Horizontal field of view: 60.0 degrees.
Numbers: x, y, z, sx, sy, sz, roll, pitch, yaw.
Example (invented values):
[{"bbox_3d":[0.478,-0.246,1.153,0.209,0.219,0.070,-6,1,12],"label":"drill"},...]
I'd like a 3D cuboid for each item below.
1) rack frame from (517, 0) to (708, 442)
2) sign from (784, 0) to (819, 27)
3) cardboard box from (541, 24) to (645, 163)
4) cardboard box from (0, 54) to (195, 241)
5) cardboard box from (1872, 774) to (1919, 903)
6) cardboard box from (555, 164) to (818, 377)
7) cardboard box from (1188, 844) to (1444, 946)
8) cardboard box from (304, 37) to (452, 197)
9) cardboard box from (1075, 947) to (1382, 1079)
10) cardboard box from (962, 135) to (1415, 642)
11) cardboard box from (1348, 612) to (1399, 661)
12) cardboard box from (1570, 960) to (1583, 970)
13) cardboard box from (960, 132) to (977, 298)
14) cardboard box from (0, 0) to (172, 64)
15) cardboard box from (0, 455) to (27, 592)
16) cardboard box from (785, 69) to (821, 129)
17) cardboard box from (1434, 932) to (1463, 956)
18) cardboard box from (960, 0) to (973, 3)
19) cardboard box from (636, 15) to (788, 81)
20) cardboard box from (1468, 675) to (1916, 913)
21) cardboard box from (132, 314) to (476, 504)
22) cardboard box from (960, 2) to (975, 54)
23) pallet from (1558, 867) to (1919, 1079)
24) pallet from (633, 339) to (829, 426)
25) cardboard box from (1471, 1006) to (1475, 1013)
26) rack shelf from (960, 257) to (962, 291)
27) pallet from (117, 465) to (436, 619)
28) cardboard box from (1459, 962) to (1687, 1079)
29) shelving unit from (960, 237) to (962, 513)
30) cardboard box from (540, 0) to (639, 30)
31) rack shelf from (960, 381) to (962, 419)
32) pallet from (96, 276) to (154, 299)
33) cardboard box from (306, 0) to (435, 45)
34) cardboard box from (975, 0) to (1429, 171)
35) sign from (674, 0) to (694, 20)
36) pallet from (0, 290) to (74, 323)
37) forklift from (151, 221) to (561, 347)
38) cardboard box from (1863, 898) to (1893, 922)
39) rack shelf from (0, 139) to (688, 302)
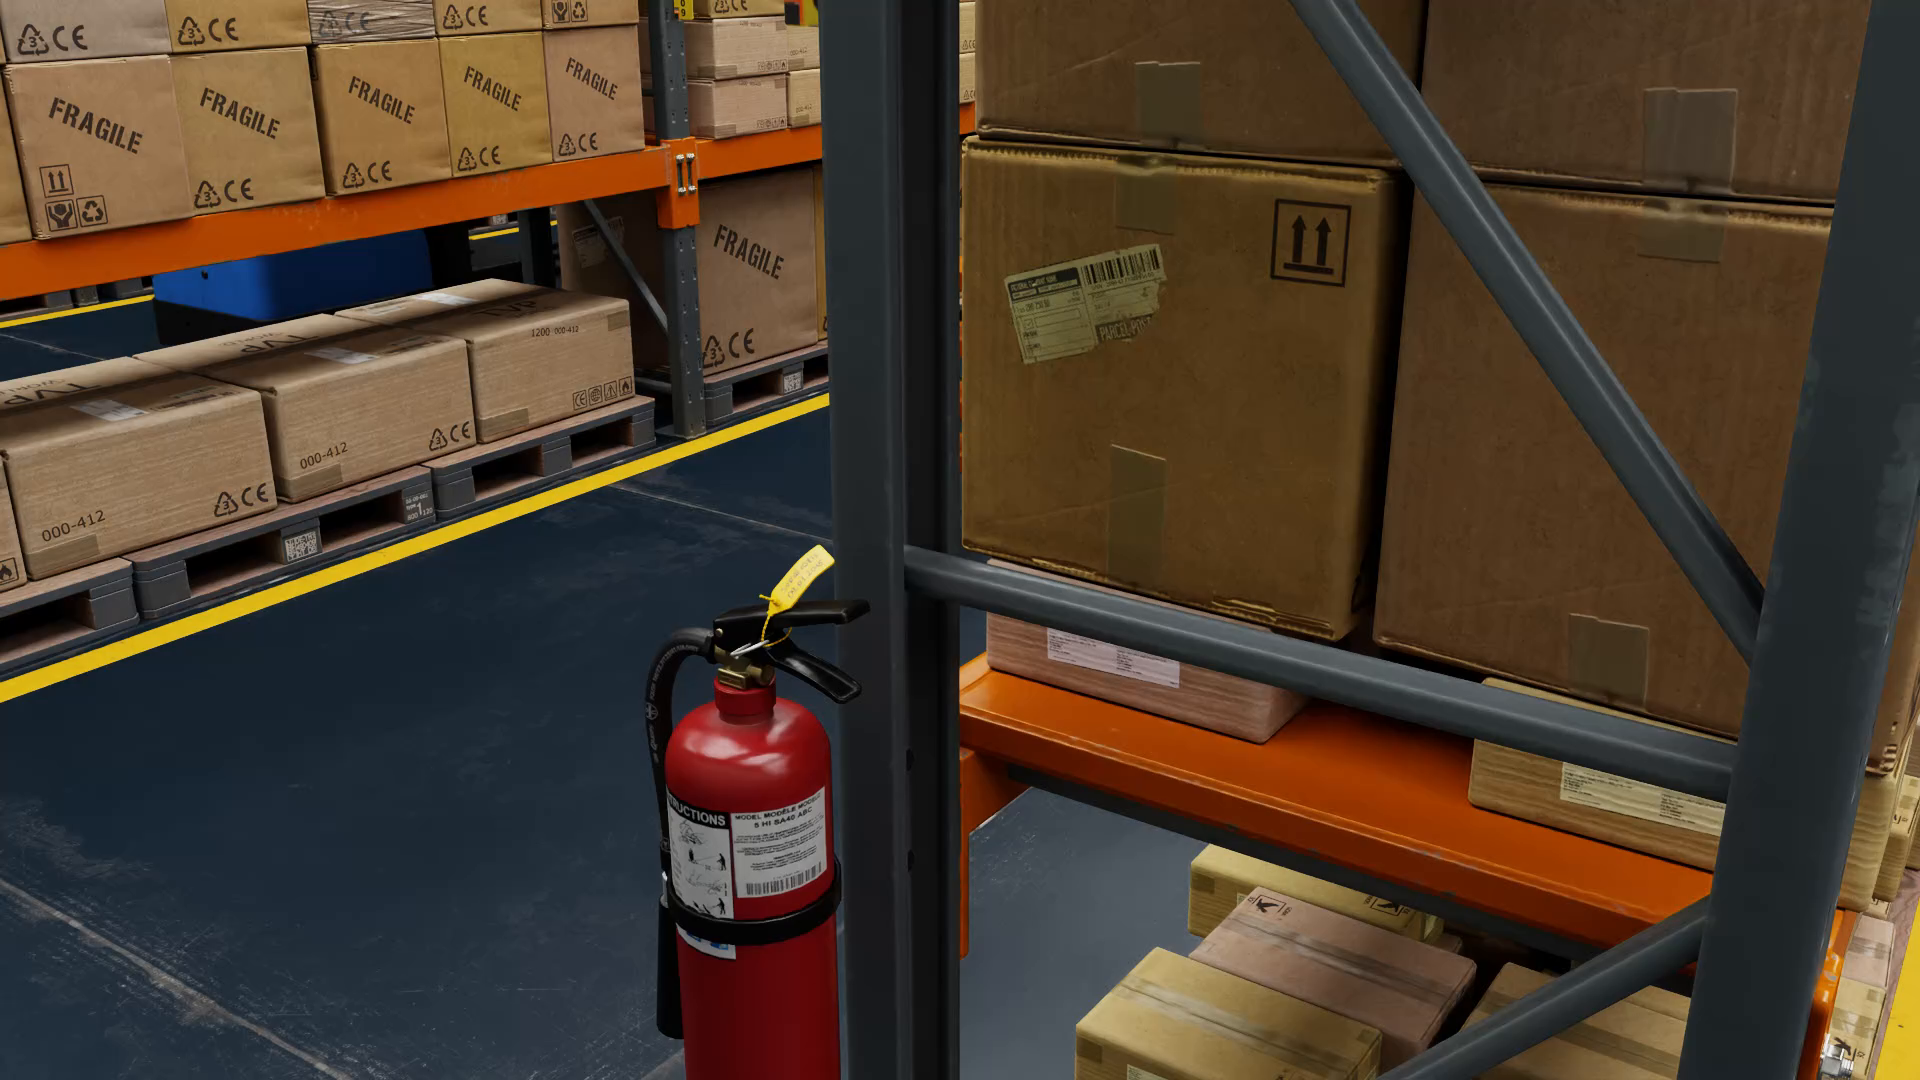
[{"bbox_3d":[-1.595,-1.960,7.241,1.000,3.000,0.127,13,24,32],"label":"rack frame"},{"bbox_3d":[-0.141,-0.681,1.659,0.100,0.325,0.005,13,24,32],"label":"sign"},{"bbox_3d":[-1.644,-1.824,6.729,0.500,0.500,0.500,14,24,32],"label":"cardboard box"},{"bbox_3d":[-2.774,-1.234,5.134,0.500,0.500,0.500,13,24,32],"label":"cardboard box"},{"bbox_3d":[1.606,0.519,3.184,0.380,0.149,0.250,14,24,33],"label":"cardboard box"},{"bbox_3d":[-1.313,-1.354,8.059,0.875,0.875,0.875,14,25,33],"label":"cardboard box"},{"bbox_3d":[0.624,0.624,2.902,0.380,0.149,0.250,13,24,31],"label":"cardboard box"},{"bbox_3d":[-2.199,-1.528,5.929,0.500,0.500,0.500,13,24,31],"label":"cardboard box"},{"bbox_3d":[0.395,0.784,2.469,0.380,0.149,0.250,14,24,32],"label":"cardboard box"},{"bbox_3d":[0.347,-0.242,2.022,0.500,0.500,0.500,14,24,33],"label":"cardboard box"},{"bbox_3d":[0.428,0.029,2.225,0.380,0.149,0.250,13,24,32],"label":"cardboard box"},{"bbox_3d":[1.257,0.664,2.794,0.380,0.149,0.250,12,23,29],"label":"cardboard box"},{"bbox_3d":[-0.308,-1.871,9.457,0.875,0.875,0.875,14,24,32],"label":"cardboard box"},{"bbox_3d":[-2.770,-1.709,4.977,0.500,0.500,0.500,13,24,31],"label":"cardboard box"},{"bbox_3d":[-3.555,-0.017,5.074,0.875,0.438,0.875,12,24,30],"label":"cardboard box"},{"bbox_3d":[-0.840,-2.113,7.871,0.500,0.250,0.500,13,24,31],"label":"cardboard box"},{"bbox_3d":[0.659,0.768,2.941,0.380,0.149,0.250,12,24,30],"label":"cardboard box"},{"bbox_3d":[-0.277,-2.991,8.441,0.500,0.500,0.500,13,24,31],"label":"cardboard box"},{"bbox_3d":[-1.114,-2.196,7.373,0.500,0.250,0.500,12,24,30],"label":"cardboard box"},{"bbox_3d":[0.760,0.213,1.729,0.380,0.149,0.250,13,24,31],"label":"cardboard box"},{"bbox_3d":[-2.539,-0.539,6.487,0.875,0.438,0.875,12,24,30],"label":"cardboard box"},{"bbox_3d":[-0.256,-2.636,8.563,0.500,0.250,0.500,12,24,30],"label":"cardboard box"},{"bbox_3d":[1.522,0.835,3.703,1.003,0.211,1.213,13,24,32],"label":"pallet"},{"bbox_3d":[-1.223,-0.888,8.363,1.003,0.211,1.213,13,24,32],"label":"pallet"},{"bbox_3d":[0.839,0.846,3.157,0.380,0.149,0.250,14,24,32],"label":"cardboard box"},{"bbox_3d":[-0.093,-0.884,5.792,0.258,0.148,0.480,13,24,32],"label":"rack shelf"},{"bbox_3d":[-2.772,-0.098,6.226,1.003,0.211,1.213,13,24,32],"label":"pallet"},{"bbox_3d":[0.938,0.798,2.430,0.380,0.149,0.250,14,24,33],"label":"cardboard box"},{"bbox_3d":[-0.093,-0.515,5.928,0.258,1.200,0.503,13,24,32],"label":"shelving unit"},{"bbox_3d":[-1.632,-2.287,6.538,0.500,0.500,0.500,13,24,31],"label":"cardboard box"},{"bbox_3d":[-0.093,-0.452,5.952,0.258,0.148,0.480,13,24,32],"label":"rack shelf"},{"bbox_3d":[-5.276,-1.860,10.989,1.003,0.211,1.213,13,24,32],"label":"pallet"},{"bbox_3d":[-2.202,-1.995,5.749,0.500,0.500,0.500,14,24,33],"label":"cardboard box"},{"bbox_3d":[0.359,-0.711,1.850,0.500,0.500,0.500,13,24,31],"label":"cardboard box"},{"bbox_3d":[-1.135,-2.296,6.785,0.100,0.325,0.005,13,24,32],"label":"sign"},{"bbox_3d":[-6.089,-1.422,9.806,1.003,0.211,1.213,13,24,32],"label":"pallet"},{"bbox_3d":[-3.068,-2.706,9.356,1.130,2.935,3.031,13,24,31],"label":"forklift"},{"bbox_3d":[1.725,0.730,3.473,0.380,0.149,0.250,13,24,32],"label":"cardboard box"},{"bbox_3d":[-2.719,-1.049,5.814,1.077,0.370,4.000,13,24,32],"label":"rack shelf"}]
